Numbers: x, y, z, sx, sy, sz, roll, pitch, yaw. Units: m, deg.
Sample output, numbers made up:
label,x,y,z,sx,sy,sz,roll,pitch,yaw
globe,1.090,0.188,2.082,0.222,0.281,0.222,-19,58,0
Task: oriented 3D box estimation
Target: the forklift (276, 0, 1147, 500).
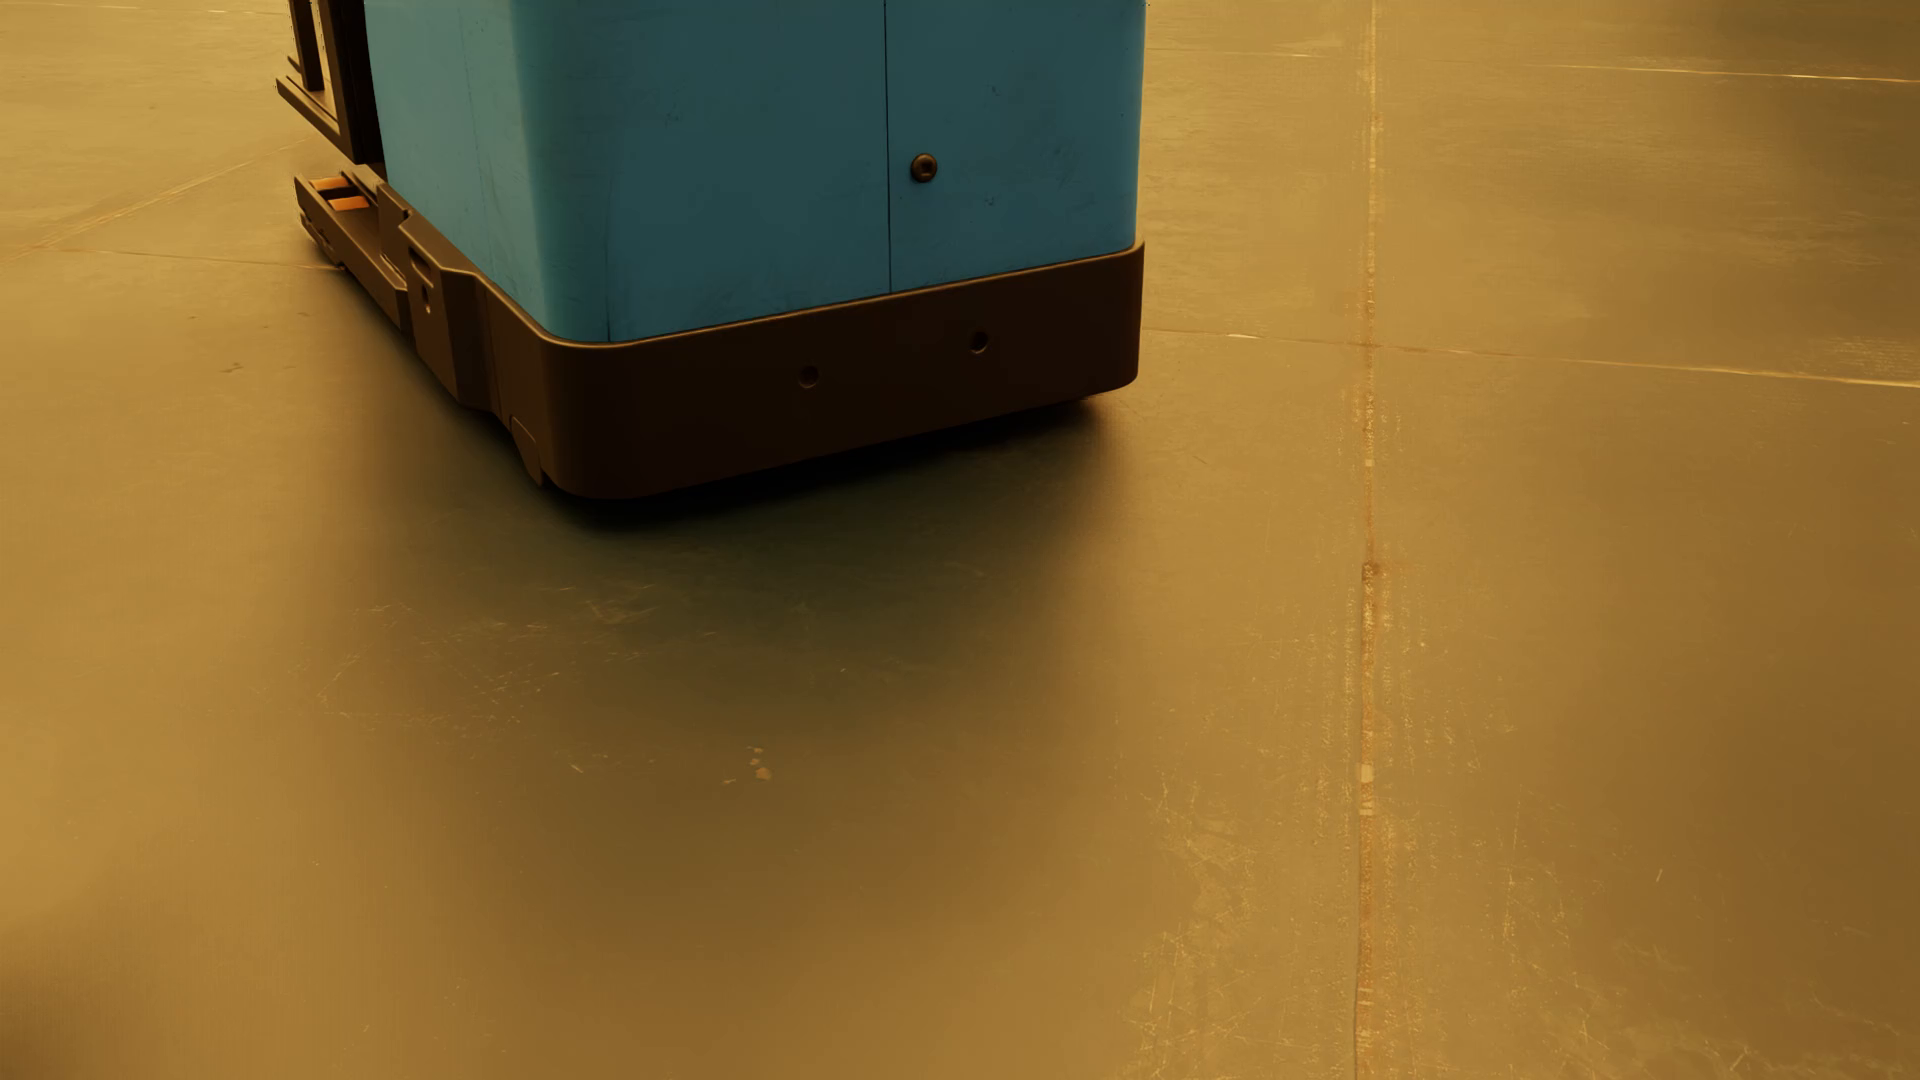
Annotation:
label,x,y,z,sx,sy,sz,roll,pitch,yaw
forklift,-0.866,-1.993,3.196,1.130,2.935,3.031,-15,30,-27
